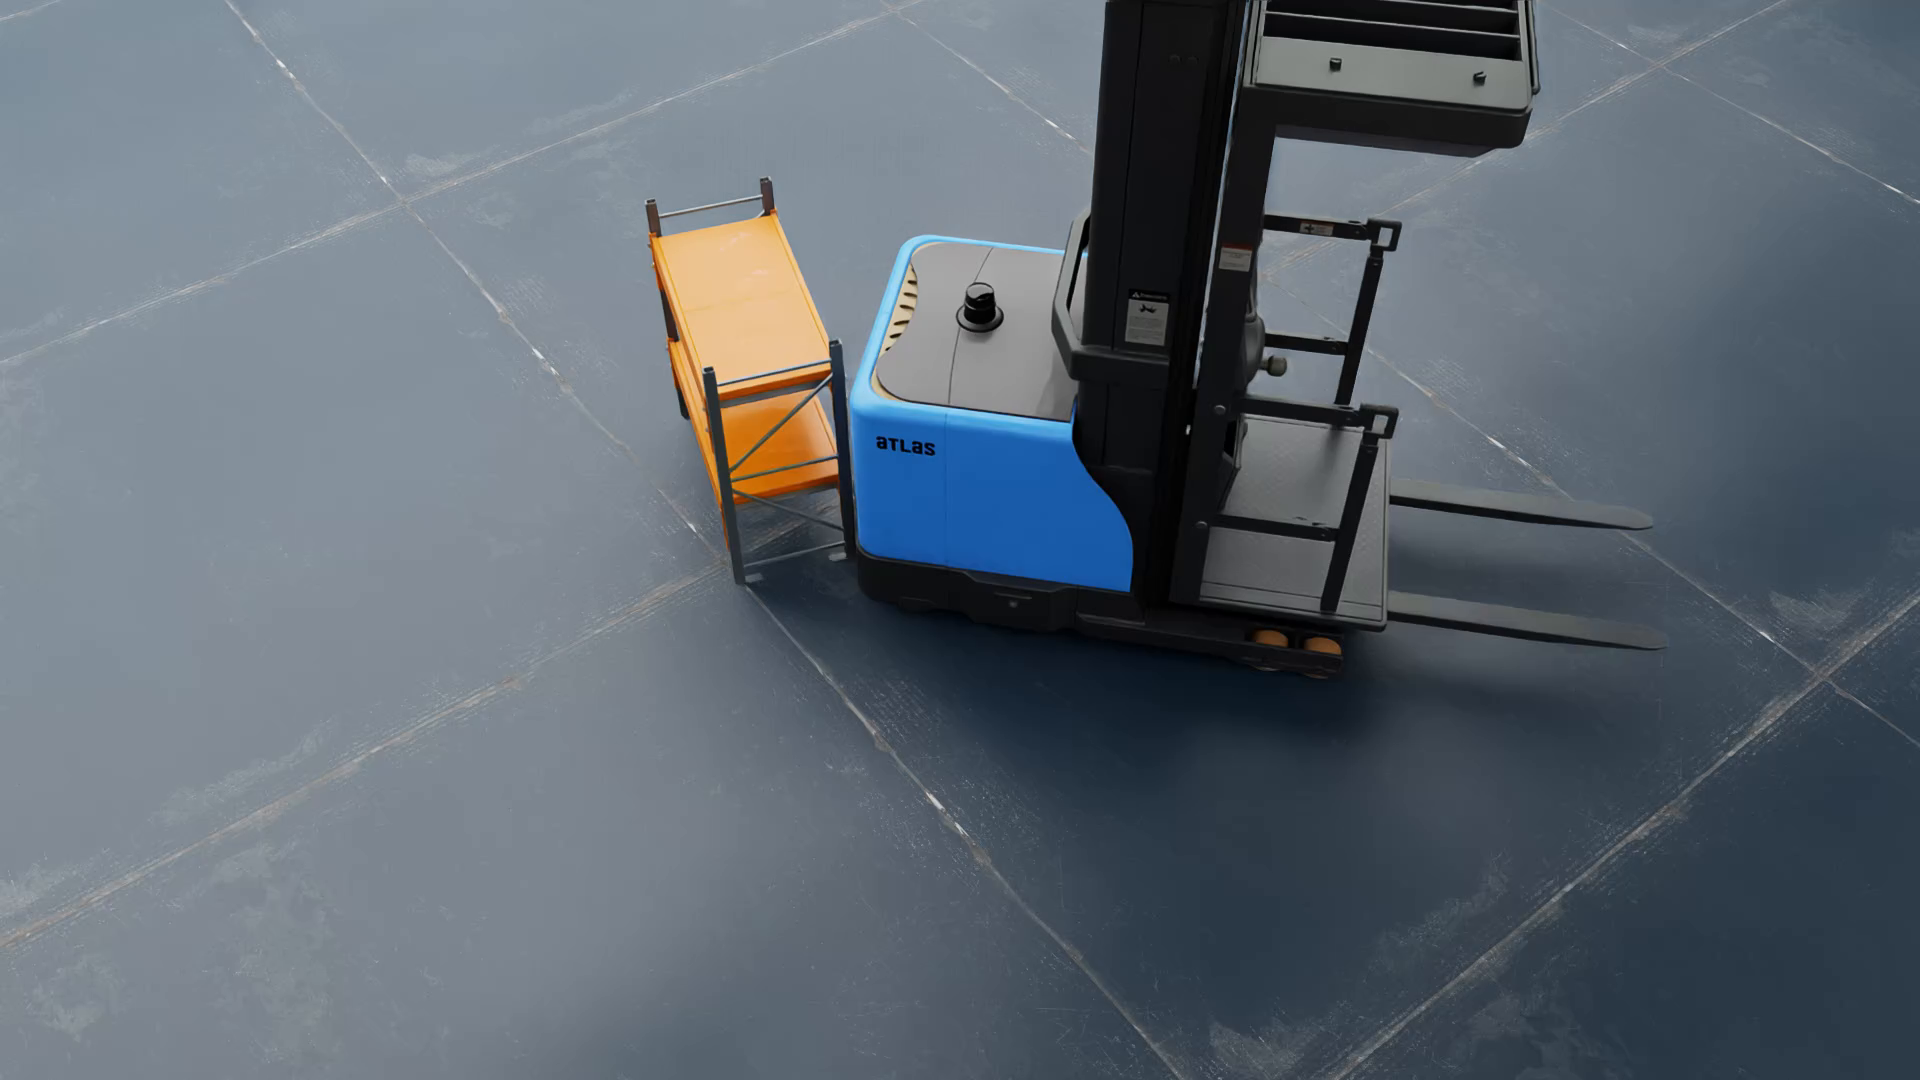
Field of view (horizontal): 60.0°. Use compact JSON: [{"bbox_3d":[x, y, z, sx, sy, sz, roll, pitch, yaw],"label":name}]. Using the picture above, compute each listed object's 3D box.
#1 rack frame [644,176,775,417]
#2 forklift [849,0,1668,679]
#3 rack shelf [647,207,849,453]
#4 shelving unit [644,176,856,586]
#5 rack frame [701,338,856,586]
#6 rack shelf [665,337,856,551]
[{"bbox_3d":[-0.978,-0.981,6.879,0.500,1.125,0.032,-14,49,-12],"label":"rack frame"},{"bbox_3d":[1.168,-0.892,5.579,3.031,2.935,1.130,8,48,7],"label":"forklift"},{"bbox_3d":[-0.817,-0.820,6.338,0.538,0.278,1.000,-14,49,-12],"label":"rack shelf"},{"bbox_3d":[-0.817,-0.624,6.555,0.538,1.125,1.048,-14,49,-12],"label":"shelving unit"},{"bbox_3d":[-0.657,-0.266,6.231,0.500,1.125,0.032,-14,49,-12],"label":"rack frame"},{"bbox_3d":[-0.817,-0.459,6.736,0.538,0.278,1.000,-14,49,-12],"label":"rack shelf"}]
